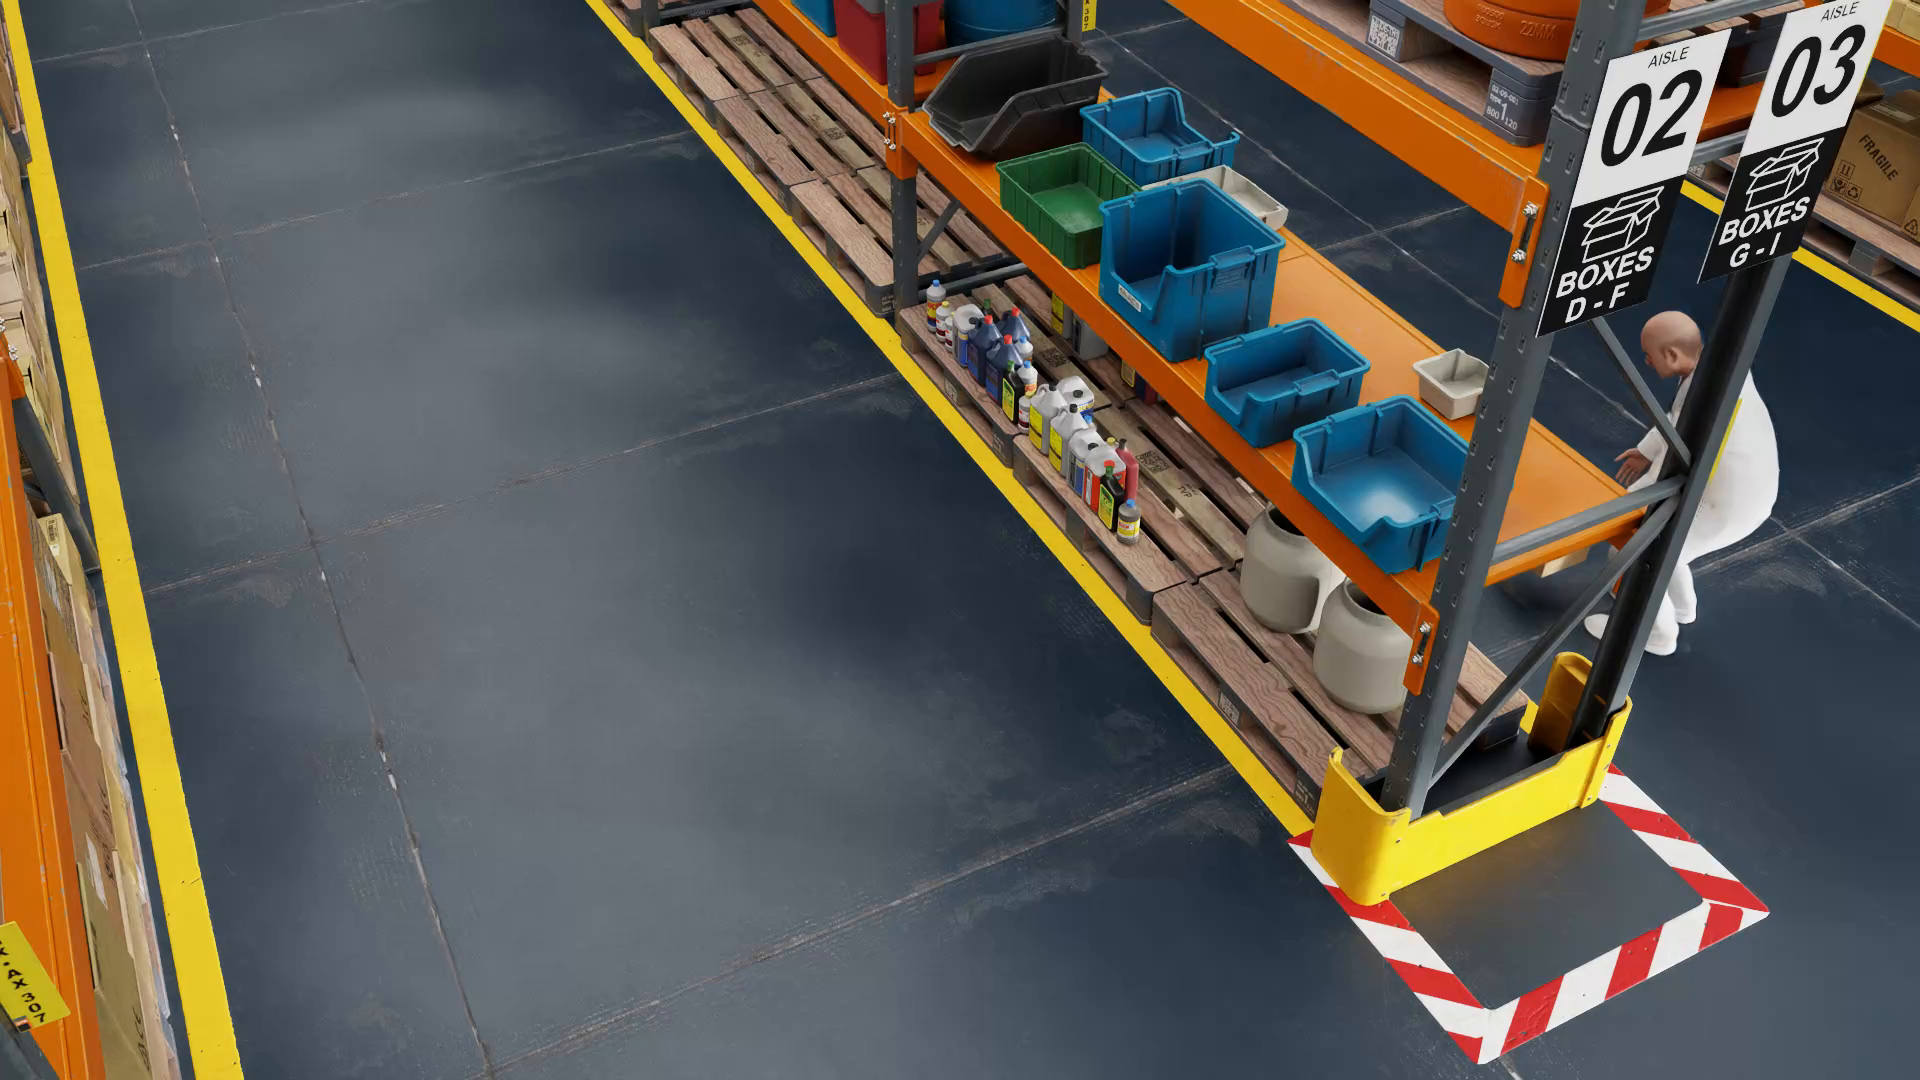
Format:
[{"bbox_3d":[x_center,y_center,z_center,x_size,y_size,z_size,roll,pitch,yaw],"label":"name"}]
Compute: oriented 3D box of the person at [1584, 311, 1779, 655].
[{"bbox_3d":[2.876,-0.201,6.612,0.658,1.511,0.628,21,45,23],"label":"person"}]
